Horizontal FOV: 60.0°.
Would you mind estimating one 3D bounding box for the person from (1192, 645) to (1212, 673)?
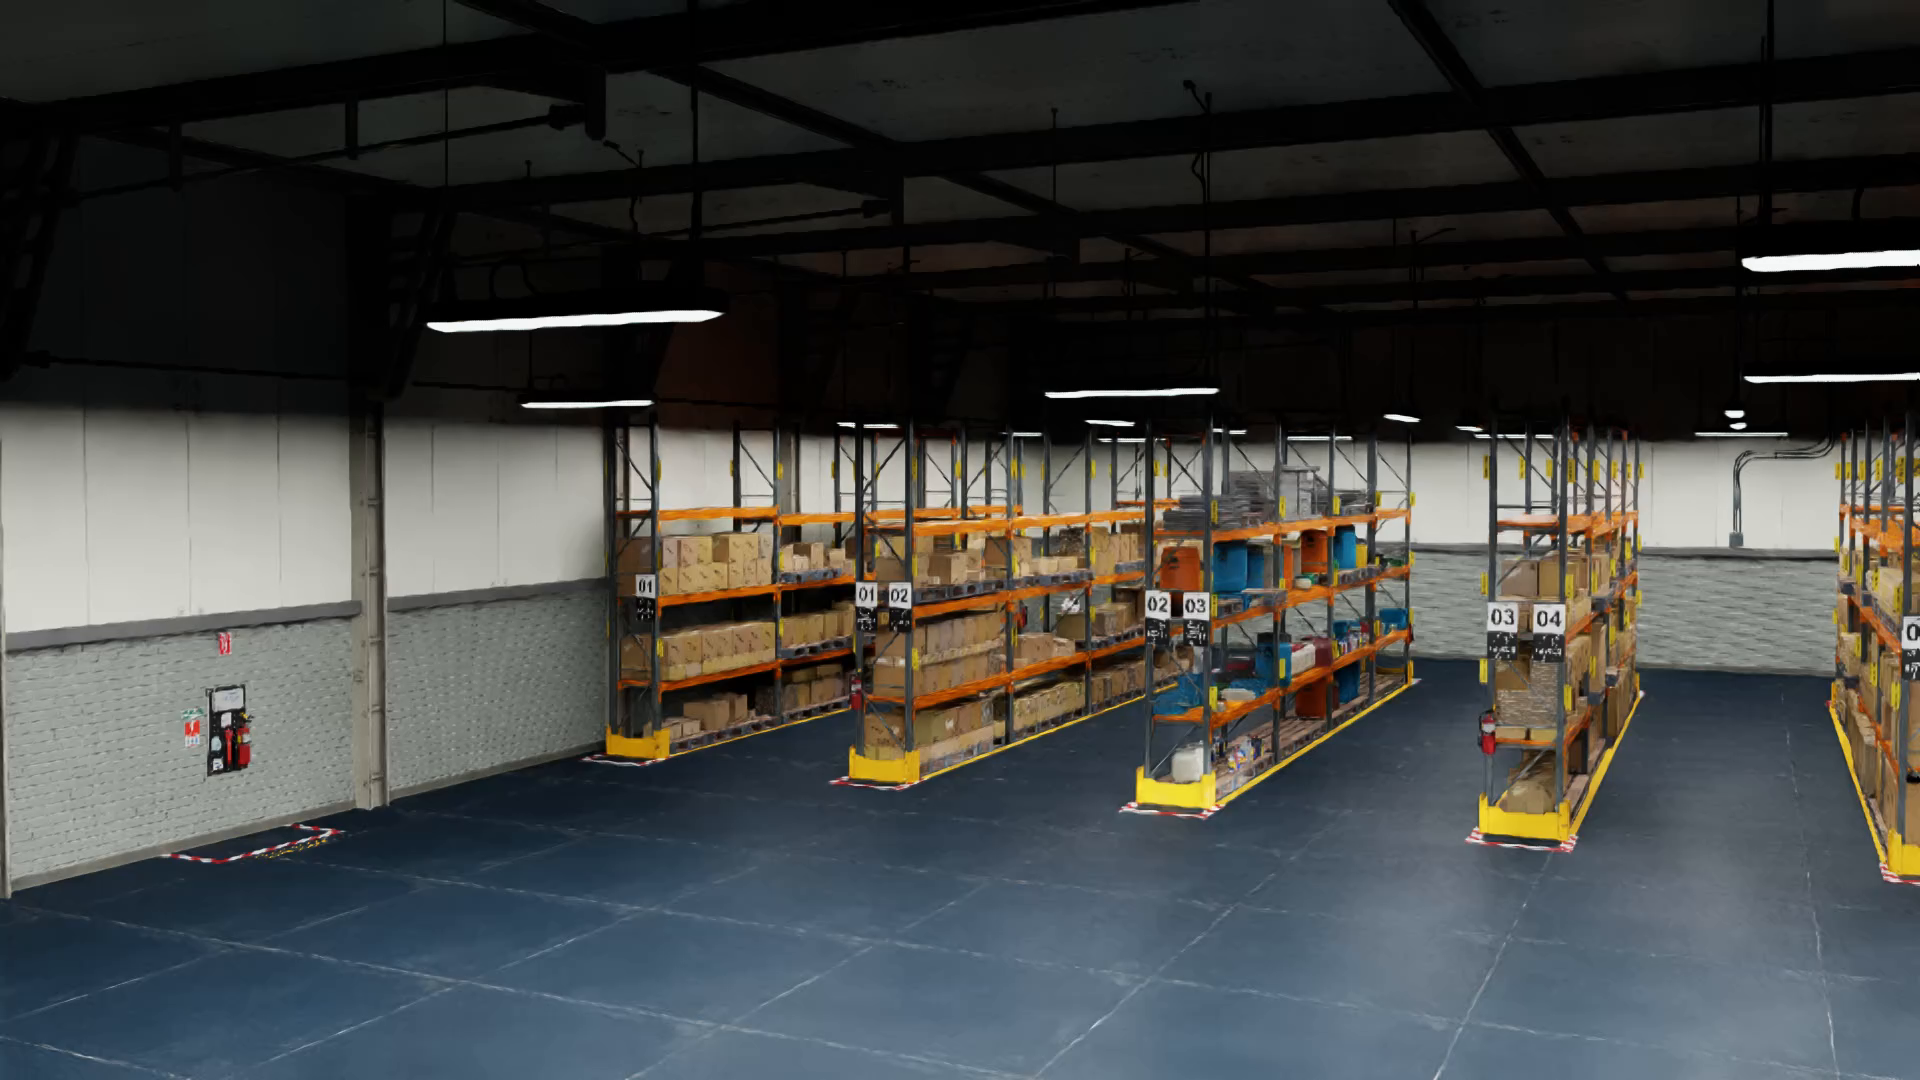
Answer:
[{"bbox_3d":[5.097,2.705,35.073,0.446,1.579,1.081,1,3,24],"label":"person"}]

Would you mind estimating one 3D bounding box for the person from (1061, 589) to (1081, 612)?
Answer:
[{"bbox_3d":[2.929,2.220,45.598,0.736,1.743,0.549,-1,3,-19],"label":"person"}]

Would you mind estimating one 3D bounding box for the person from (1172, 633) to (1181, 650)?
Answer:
[{"bbox_3d":[5.940,2.308,44.378,0.483,1.619,0.999,2,3,35],"label":"person"}]
